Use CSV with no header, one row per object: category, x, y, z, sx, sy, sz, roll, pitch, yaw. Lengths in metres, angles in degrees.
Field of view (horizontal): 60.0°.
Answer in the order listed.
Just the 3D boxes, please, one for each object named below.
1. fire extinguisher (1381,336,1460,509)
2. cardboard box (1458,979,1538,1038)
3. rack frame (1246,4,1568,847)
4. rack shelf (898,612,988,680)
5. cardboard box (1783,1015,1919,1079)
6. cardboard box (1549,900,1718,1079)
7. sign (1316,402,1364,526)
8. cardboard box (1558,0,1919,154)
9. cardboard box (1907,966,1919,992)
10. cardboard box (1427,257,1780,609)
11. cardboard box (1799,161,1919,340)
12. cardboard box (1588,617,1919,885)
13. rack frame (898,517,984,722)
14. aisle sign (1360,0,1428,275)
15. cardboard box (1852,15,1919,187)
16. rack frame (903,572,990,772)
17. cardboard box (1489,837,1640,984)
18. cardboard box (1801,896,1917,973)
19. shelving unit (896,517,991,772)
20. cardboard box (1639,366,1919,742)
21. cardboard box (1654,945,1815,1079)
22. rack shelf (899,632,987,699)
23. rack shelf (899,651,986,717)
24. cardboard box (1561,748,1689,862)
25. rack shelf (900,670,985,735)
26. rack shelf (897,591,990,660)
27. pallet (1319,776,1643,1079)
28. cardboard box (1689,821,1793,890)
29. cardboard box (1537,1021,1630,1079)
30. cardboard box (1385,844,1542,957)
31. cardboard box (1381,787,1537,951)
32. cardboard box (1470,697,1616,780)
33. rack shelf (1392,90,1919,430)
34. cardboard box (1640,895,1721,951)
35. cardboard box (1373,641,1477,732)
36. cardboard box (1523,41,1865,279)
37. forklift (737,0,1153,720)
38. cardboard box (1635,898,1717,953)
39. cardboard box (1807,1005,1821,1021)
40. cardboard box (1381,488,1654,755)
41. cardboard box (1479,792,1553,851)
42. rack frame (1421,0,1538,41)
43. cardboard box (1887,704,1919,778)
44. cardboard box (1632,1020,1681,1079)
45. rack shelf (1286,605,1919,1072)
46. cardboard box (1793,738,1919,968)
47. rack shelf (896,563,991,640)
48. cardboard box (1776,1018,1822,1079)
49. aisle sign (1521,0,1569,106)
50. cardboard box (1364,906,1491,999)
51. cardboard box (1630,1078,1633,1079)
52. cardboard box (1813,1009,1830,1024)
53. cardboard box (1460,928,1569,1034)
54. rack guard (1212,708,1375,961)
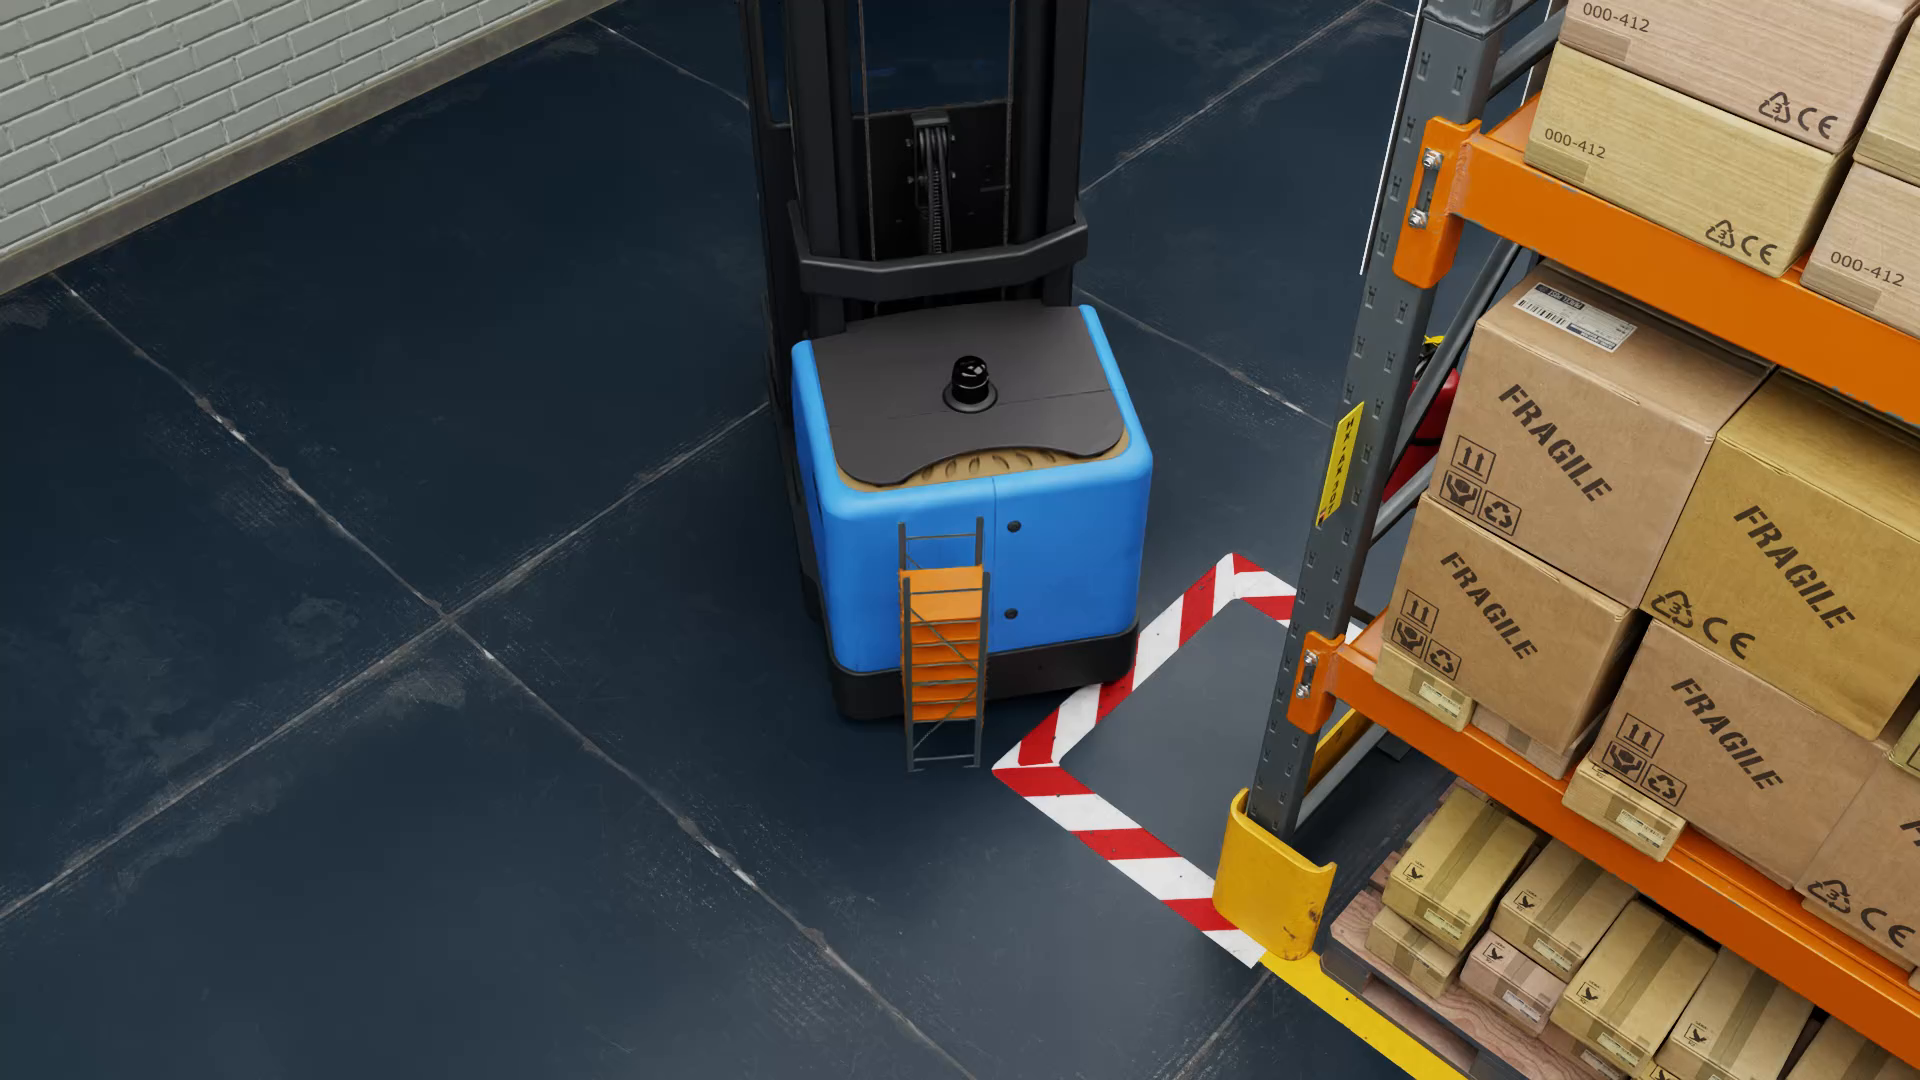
fire extinguisher,1.355,-0.382,4.859,0.183,0.674,0.296,34,55,28
cardboard box,1.643,1.184,4.748,0.250,0.149,0.380,34,55,28
rack frame,1.227,-0.164,4.346,0.127,3.000,1.000,34,55,28
rack shelf,-0.052,0.311,5.022,0.258,0.103,0.180,-4,56,-4
cardboard box,2.200,1.391,4.146,0.250,0.149,0.380,36,56,29
cardboard box,1.764,1.171,4.353,0.250,0.149,0.380,34,55,28
sign,0.859,-0.169,3.758,0.005,0.325,0.100,34,55,28
cardboard box,1.380,-0.949,2.786,0.500,0.250,0.500,35,56,28
cardboard box,2.247,0.862,3.555,0.250,0.149,0.380,33,55,27
cardboard box,1.377,-0.278,3.495,0.500,0.500,0.500,34,55,27
cardboard box,1.767,-0.518,2.724,0.500,0.250,0.500,36,56,29
cardboard box,1.780,0.321,3.618,0.500,0.500,0.500,34,55,28
rack frame,-0.062,0.277,5.135,0.240,1.200,0.006,-4,56,-4
aisle sign,0.970,-0.929,3.282,0.004,0.787,0.394,34,55,28
cardboard box,1.757,-0.697,2.549,0.500,0.250,0.500,33,55,27
rack frame,-0.045,0.429,5.034,0.240,1.200,0.006,-4,56,-4
cardboard box,1.666,0.978,4.534,0.250,0.149,0.380,35,56,28
cardboard box,2.085,0.725,3.684,0.250,0.149,0.380,33,55,27
shelving unit,-0.053,0.353,5.085,0.258,1.200,0.189,-4,56,-4
cardboard box,1.752,-0.032,3.264,0.500,0.500,0.500,36,56,29
cardboard box,2.002,1.249,4.279,0.250,0.149,0.380,31,54,26
rack shelf,-0.054,0.378,5.122,0.258,0.103,0.180,-4,56,-4
rack shelf,-0.056,0.444,5.221,0.258,0.103,0.180,-4,56,-4
cardboard box,1.619,0.523,3.873,0.250,0.149,0.380,32,55,27
rack shelf,-0.058,0.511,5.321,0.258,0.103,0.180,-4,56,-4
rack shelf,-0.051,0.245,4.922,0.258,0.103,0.180,-4,56,-4
pallet,1.856,1.249,4.933,1.213,0.211,1.003,34,55,28
cardboard box,1.902,0.578,3.822,0.380,0.149,0.250,-36,56,-29
cardboard box,1.830,1.303,4.636,0.250,0.149,0.380,35,56,28
cardboard box,1.438,0.963,4.752,0.380,0.149,0.250,-36,56,-29
cardboard box,1.381,0.906,4.601,0.250,0.149,0.380,32,54,26
cardboard box,1.458,0.362,4.025,0.250,0.149,0.380,36,56,29
rack shelf,2.696,0.045,2.587,4.000,0.370,1.077,34,55,28
cardboard box,2.148,1.066,4.859,0.250,0.149,0.380,34,55,28
cardboard box,1.242,0.258,4.123,0.250,0.149,0.380,34,55,27
cardboard box,1.383,-0.780,2.970,0.500,0.250,0.500,36,56,29
forklift,-0.186,-1.493,5.641,1.130,2.935,3.031,-8,47,-8
cardboard box,1.840,1.202,4.527,0.250,0.149,0.380,35,56,28
cardboard box,2.319,1.119,4.606,0.250,0.149,0.380,33,55,27
cardboard box,1.369,0.070,3.854,0.500,0.500,0.500,-36,56,-29
cardboard box,1.755,0.817,5.093,0.250,0.149,0.380,35,56,28
rack frame,1.227,-2.217,2.159,0.127,3.000,1.000,34,55,28
cardboard box,2.119,0.237,3.011,0.500,0.500,0.500,33,55,27
cardboard box,1.955,1.387,4.353,0.250,0.149,0.380,36,56,29
rack shelf,2.696,1.071,3.680,4.000,0.370,1.077,34,55,28
cardboard box,2.131,0.570,3.385,0.500,0.500,0.500,35,56,28
rack shelf,-0.049,0.178,4.822,0.258,0.103,0.180,-4,56,-4
cardboard box,2.215,1.468,4.278,0.250,0.149,0.380,31,54,26
aisle sign,1.377,-1.251,3.583,0.004,0.787,0.394,34,55,28
cardboard box,1.395,1.099,4.828,0.250,0.149,0.380,35,56,28
cardboard box,1.943,1.489,4.462,0.250,0.149,0.380,35,56,28
cardboard box,2.569,1.274,4.664,0.250,0.149,0.380,32,54,26
cardboard box,1.601,1.129,4.596,0.250,0.149,0.380,34,55,28
rack guard,1.283,0.729,5.222,0.348,0.500,1.175,34,55,28
